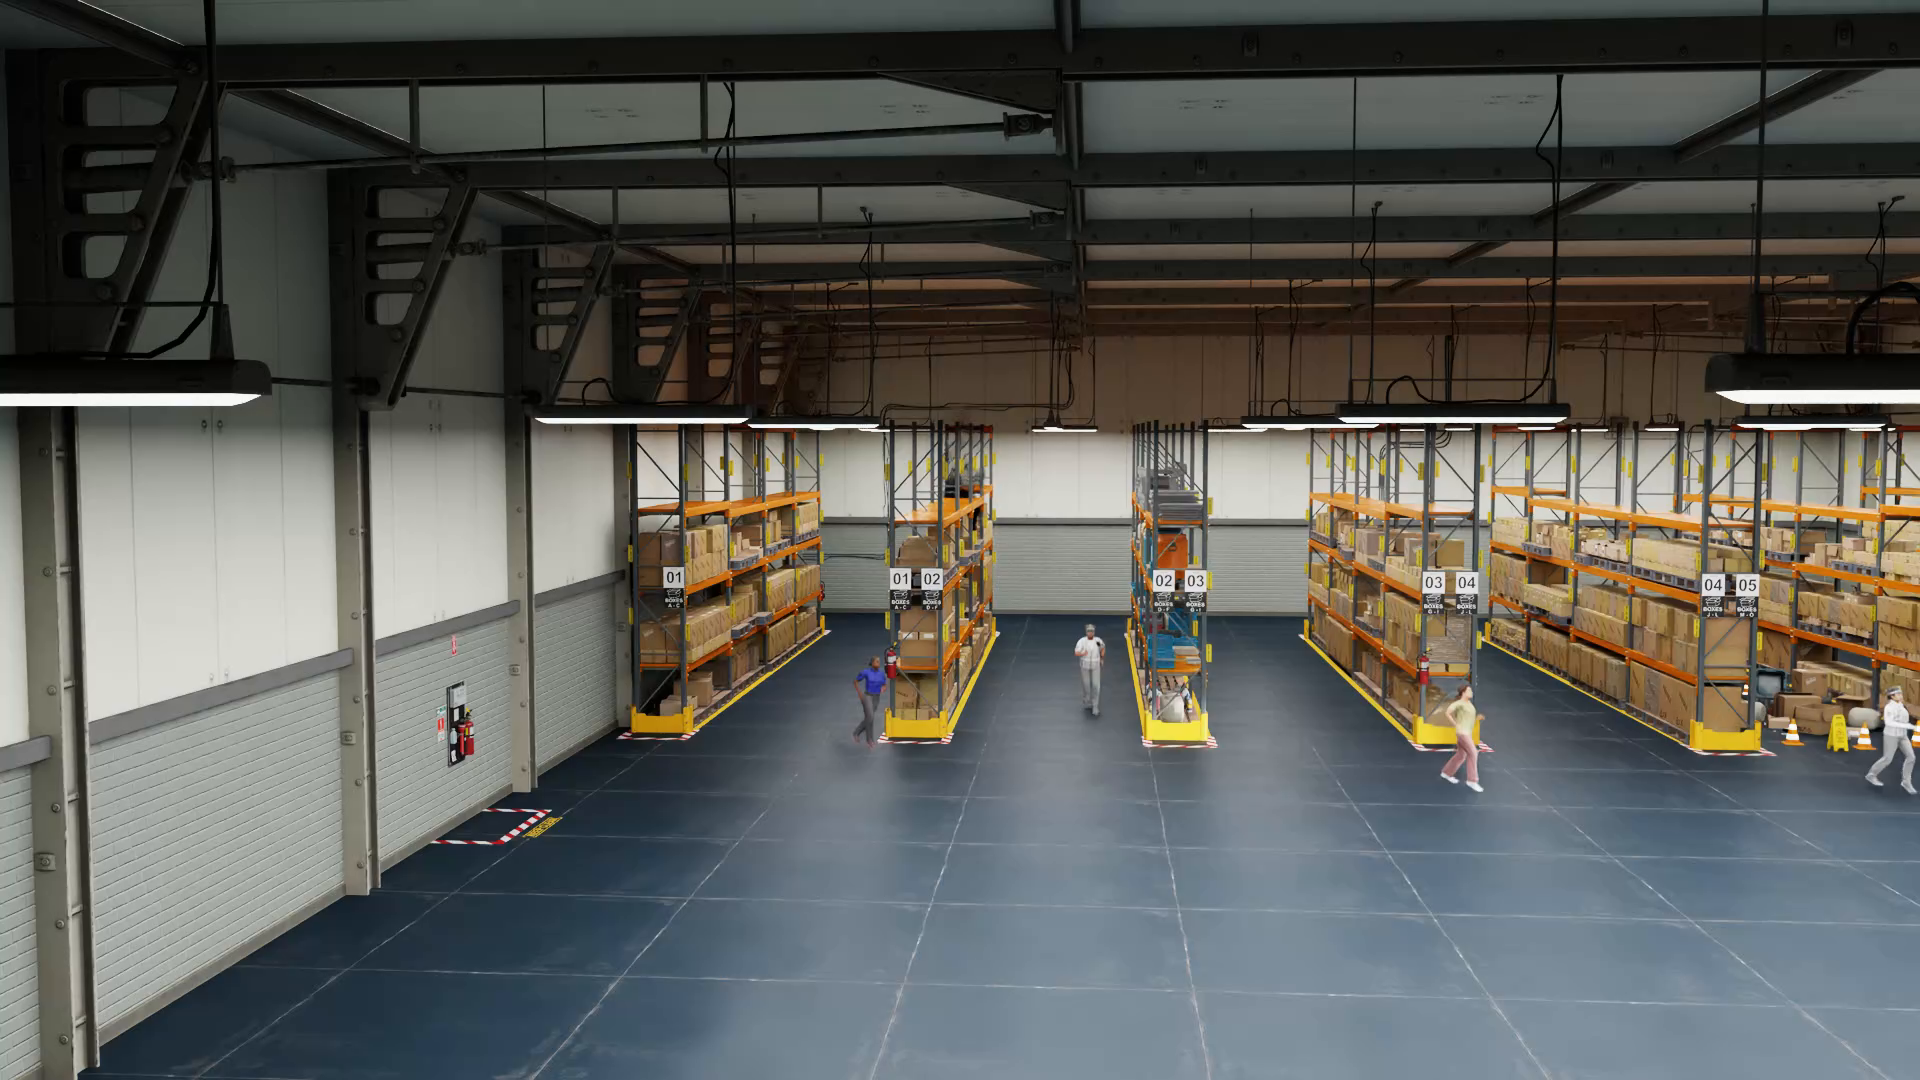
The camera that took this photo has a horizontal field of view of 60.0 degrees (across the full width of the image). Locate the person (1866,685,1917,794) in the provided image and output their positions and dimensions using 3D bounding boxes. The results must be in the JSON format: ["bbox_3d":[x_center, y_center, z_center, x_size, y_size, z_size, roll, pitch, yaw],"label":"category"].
[{"bbox_3d":[15.022,3.193,26.773,0.616,1.744,0.751,-2,4,-33],"label":"person"}]

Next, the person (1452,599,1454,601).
[{"bbox_3d":[13.497,1.958,46.702,0.649,1.650,0.575,-2,4,-33],"label":"person"}]

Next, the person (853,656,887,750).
[{"bbox_3d":[-1.628,2.973,30.644,0.585,1.674,0.796,-3,5,-41],"label":"person"}]

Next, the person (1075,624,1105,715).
[{"bbox_3d":[2.693,2.650,34.397,0.648,1.822,0.851,0,4,2],"label":"person"}]

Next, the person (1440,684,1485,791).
[{"bbox_3d":[8.159,3.180,26.967,0.753,1.718,0.566,3,4,35],"label":"person"}]
